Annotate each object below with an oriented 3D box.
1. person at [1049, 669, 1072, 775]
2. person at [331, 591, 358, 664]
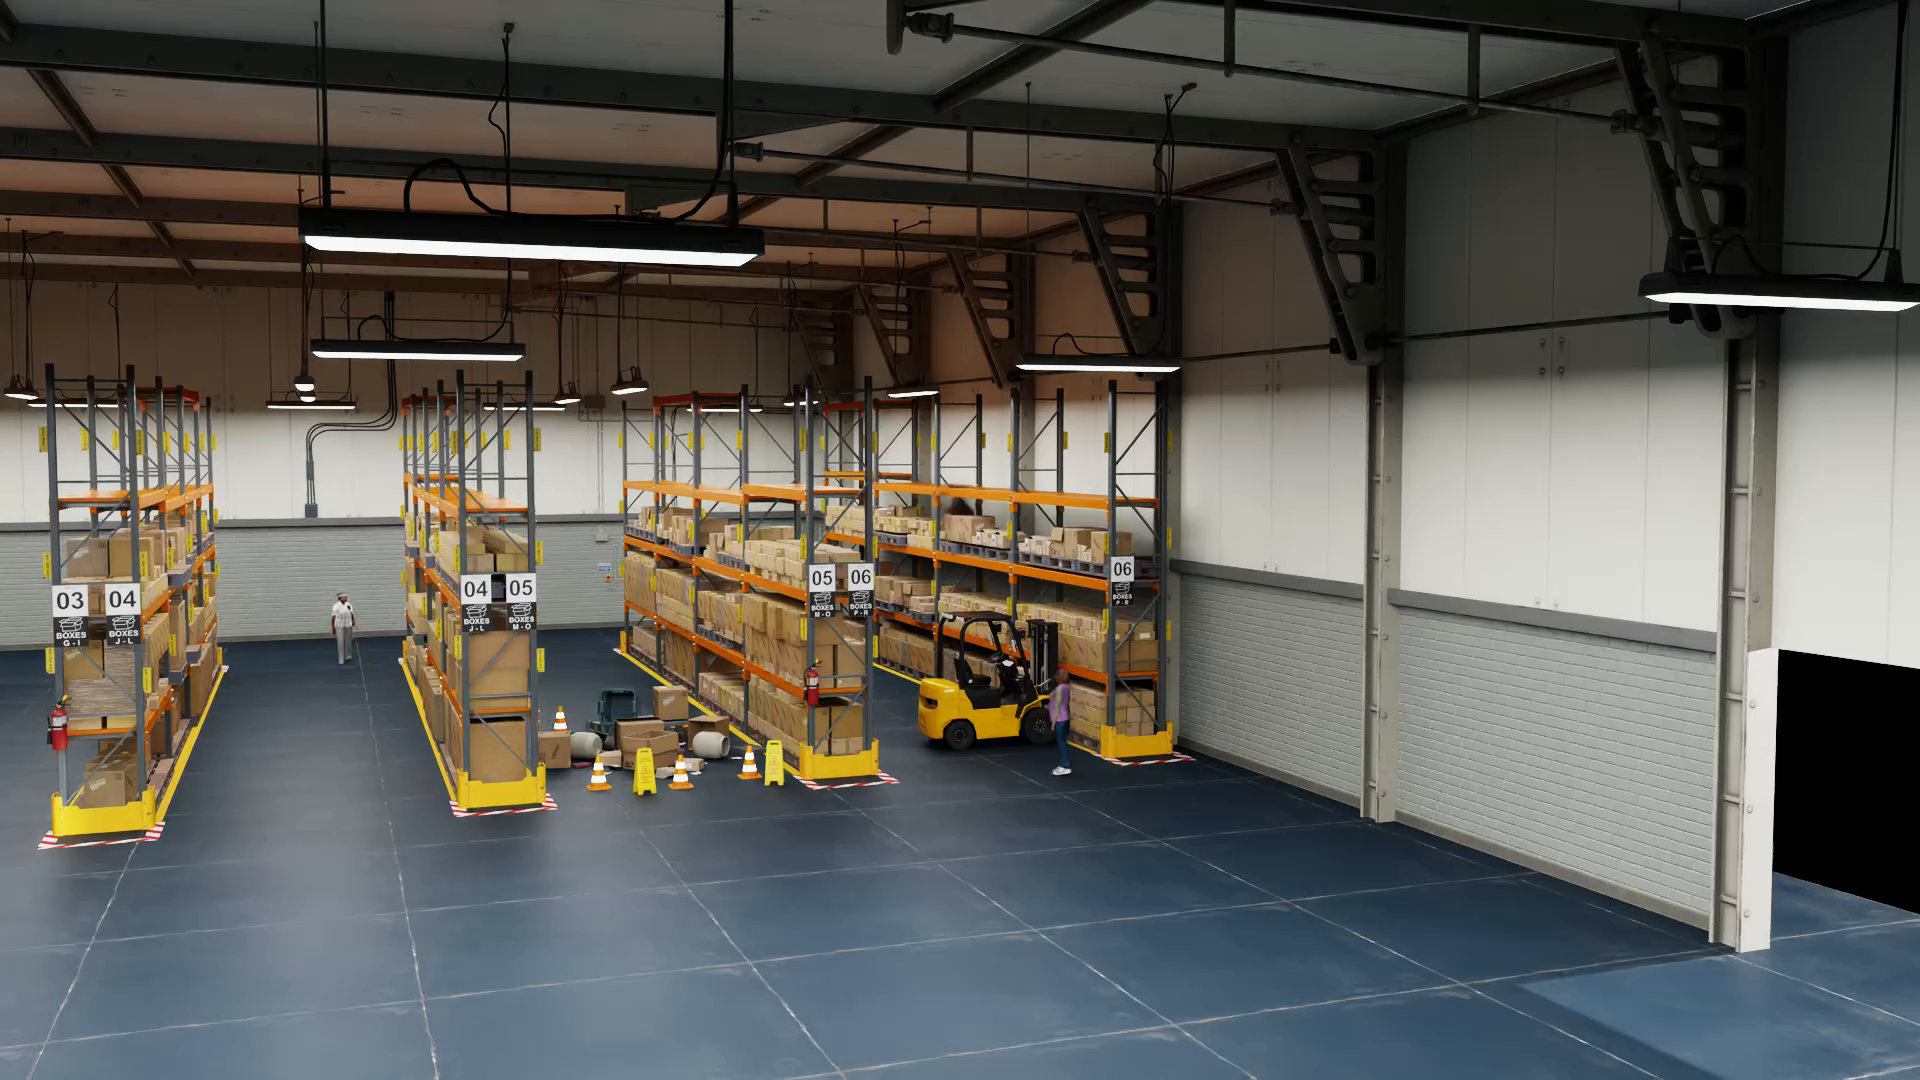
[{"bbox_3d":[1.519,2.739,25.127,0.357,1.615,0.491,0,3,7],"label":"person"},{"bbox_3d":[-13.987,1.967,37.806,0.569,1.638,0.987,-1,4,-21],"label":"person"}]
